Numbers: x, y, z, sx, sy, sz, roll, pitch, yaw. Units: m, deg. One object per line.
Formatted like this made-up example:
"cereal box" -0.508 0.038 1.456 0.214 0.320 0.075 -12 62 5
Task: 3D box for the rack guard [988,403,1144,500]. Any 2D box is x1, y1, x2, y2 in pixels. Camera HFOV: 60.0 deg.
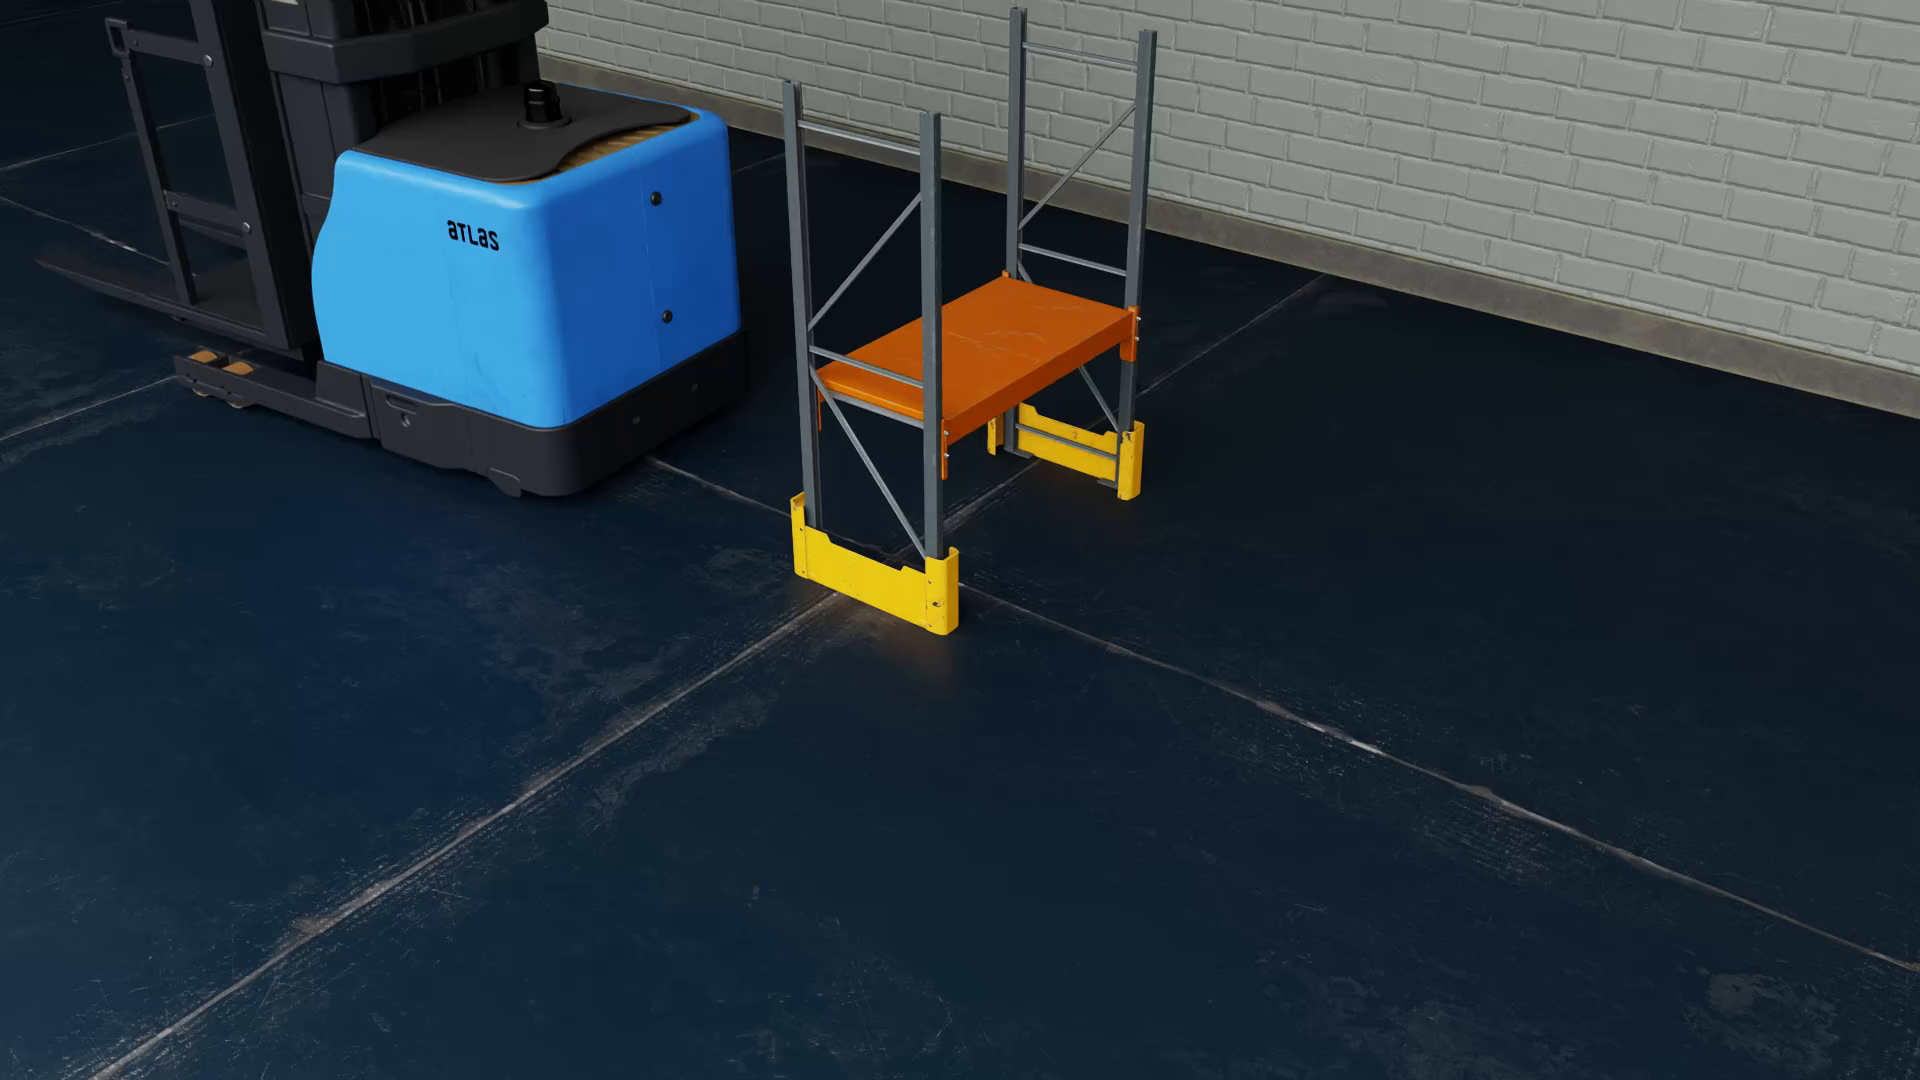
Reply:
"rack guard" 0.347 -0.341 5.580 0.587 0.250 0.087 21 37 31

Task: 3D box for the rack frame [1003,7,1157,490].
"rack frame" 0.358 -0.887 5.275 0.500 1.500 0.032 21 37 31

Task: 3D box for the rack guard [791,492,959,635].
"rack guard" -0.255 0.064 4.897 0.587 0.250 0.087 21 37 31

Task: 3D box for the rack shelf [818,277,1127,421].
"rack shelf" 0.052 -0.583 4.984 0.459 0.026 0.952 21 37 31

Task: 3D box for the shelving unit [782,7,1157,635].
"shelving unit" 0.046 -0.676 4.920 0.587 1.500 1.083 21 37 31

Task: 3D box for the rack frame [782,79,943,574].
"rack frame" -0.255 -0.473 4.577 0.500 1.500 0.032 21 37 31
